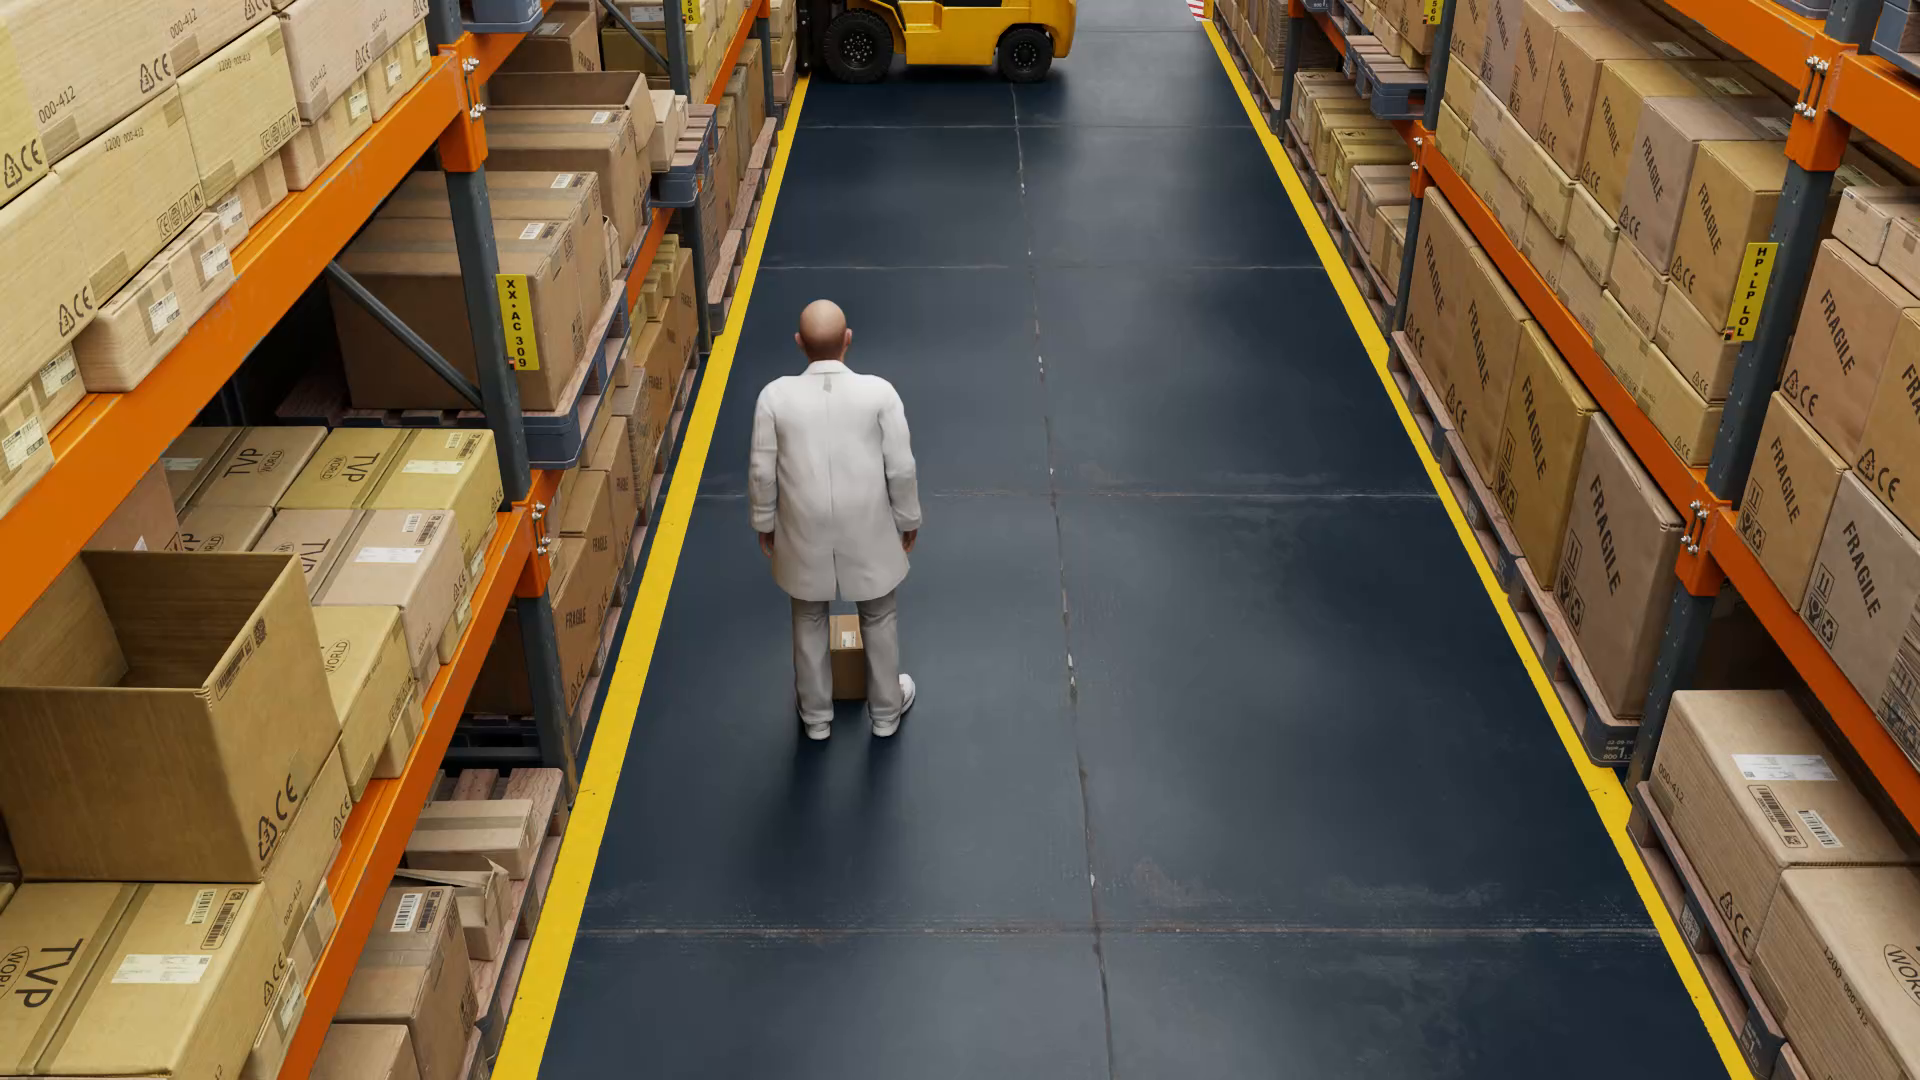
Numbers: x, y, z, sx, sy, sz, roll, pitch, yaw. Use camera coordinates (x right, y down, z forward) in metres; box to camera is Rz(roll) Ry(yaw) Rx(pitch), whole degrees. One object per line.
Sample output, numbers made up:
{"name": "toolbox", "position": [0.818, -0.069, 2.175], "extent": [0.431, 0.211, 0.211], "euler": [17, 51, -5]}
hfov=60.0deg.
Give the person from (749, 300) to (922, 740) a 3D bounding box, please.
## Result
{"name": "person", "position": [-0.462, -0.049, 6.229], "extent": [0.645, 1.774, 0.428], "euler": [-1, 31, -1]}
